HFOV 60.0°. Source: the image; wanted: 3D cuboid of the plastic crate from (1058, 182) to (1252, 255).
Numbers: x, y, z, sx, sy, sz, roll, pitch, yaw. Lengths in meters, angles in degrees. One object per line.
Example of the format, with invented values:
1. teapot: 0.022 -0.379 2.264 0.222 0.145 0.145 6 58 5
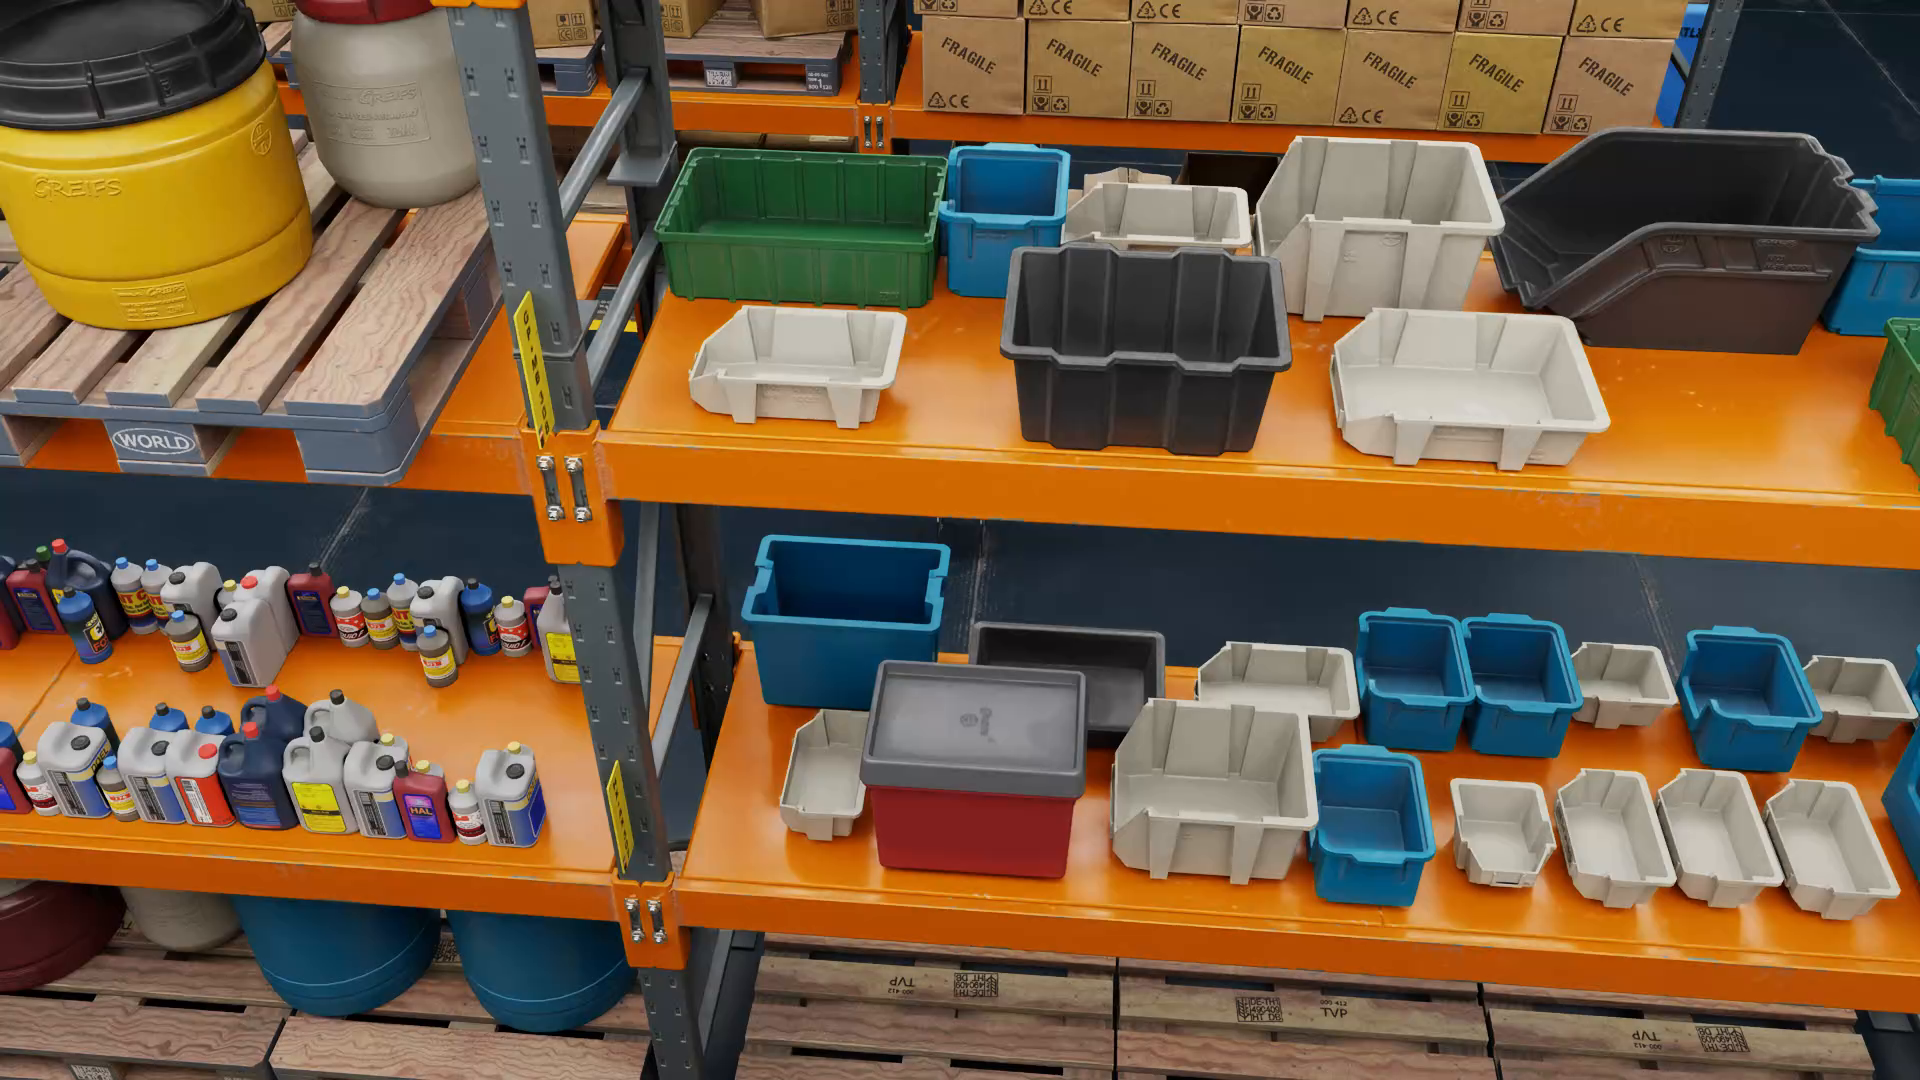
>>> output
1. plastic crate: 0.477 -0.755 4.135 0.466 0.136 0.293 3 39 4

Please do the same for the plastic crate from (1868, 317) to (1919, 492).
1. plastic crate: 2.155 -0.262 3.487 0.336 0.188 0.450 3 39 4

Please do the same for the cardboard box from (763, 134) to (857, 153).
1. cardboard box: -0.853 -2.020 9.487 0.500 0.500 0.500 1 39 2

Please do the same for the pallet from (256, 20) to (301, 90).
1. pallet: -3.696 -2.790 8.953 1.003 0.211 1.213 3 39 4

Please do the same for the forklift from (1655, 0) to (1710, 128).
1. forklift: 3.252 -3.937 10.265 3.031 2.935 1.130 5 39 7

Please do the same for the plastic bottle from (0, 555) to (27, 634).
1. plastic bottle: -3.075 0.128 5.256 0.185 0.351 0.144 3 39 4

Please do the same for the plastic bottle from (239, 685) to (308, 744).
1. plastic bottle: -1.939 0.550 4.737 0.185 0.351 0.144 3 39 4

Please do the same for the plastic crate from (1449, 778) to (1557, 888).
1. plastic crate: 1.470 0.813 4.536 0.250 0.136 0.298 3 39 4

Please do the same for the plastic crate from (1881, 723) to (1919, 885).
1. plastic crate: 2.812 0.756 4.370 0.499 0.435 0.616 3 39 4

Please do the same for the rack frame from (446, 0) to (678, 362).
1. rack frame: -0.823 -1.851 2.895 0.127 3.000 1.000 3 39 4

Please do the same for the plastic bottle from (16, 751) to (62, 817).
1. plastic bottle: -2.593 0.678 4.698 0.097 0.201 0.097 0 39 0

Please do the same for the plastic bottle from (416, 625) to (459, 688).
1. plastic bottle: -1.608 0.348 5.104 0.097 0.201 0.097 0 39 0

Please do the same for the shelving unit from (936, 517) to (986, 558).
1. shelving unit: 0.008 -0.349 7.465 0.210 0.900 0.258 3 39 4

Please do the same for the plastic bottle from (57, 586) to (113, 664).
1. plastic bottle: -2.725 0.254 5.163 0.097 0.271 0.097 0 39 0

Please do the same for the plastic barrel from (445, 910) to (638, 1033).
1. plastic barrel: -1.364 1.086 5.369 0.708 0.901 0.600 3 39 4

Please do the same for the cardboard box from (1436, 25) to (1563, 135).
1. cardboard box: 2.606 -2.339 8.169 0.500 0.500 0.500 3 39 4

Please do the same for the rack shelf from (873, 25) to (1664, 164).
1. rack shelf: 1.600 -2.251 8.710 4.000 0.370 1.077 3 39 4

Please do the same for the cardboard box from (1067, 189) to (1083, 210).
1. cardboard box: 0.579 -1.869 9.580 0.250 0.149 0.380 3 39 4

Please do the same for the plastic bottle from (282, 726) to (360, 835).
1. plastic bottle: -1.767 0.651 4.614 0.185 0.351 0.144 3 39 4

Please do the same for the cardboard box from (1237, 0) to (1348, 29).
1. cardboard box: 1.594 -2.780 7.917 0.500 0.500 0.500 4 39 5

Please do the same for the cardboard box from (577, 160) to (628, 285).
1. cardboard box: -1.900 -1.747 9.152 0.500 0.500 0.500 4 39 4

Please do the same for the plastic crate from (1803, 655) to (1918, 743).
1. plastic crate: 2.632 0.483 4.942 0.298 0.136 0.250 3 39 4

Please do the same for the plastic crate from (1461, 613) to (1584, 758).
1. plastic crate: 1.633 0.443 4.915 0.300 0.233 0.416 3 39 4

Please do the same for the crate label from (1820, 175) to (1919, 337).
1. crate label: 2.271 -0.665 3.933 0.502 0.251 0.408 3 39 4

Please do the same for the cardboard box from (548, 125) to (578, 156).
1. cardboard box: -2.349 -2.392 9.351 0.500 0.250 0.500 2 39 3

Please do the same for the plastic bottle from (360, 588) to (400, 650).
1. plastic bottle: -1.826 0.239 5.237 0.097 0.201 0.097 0 39 0

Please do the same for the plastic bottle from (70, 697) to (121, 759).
1. plastic bottle: -2.483 0.561 4.787 0.097 0.271 0.097 0 39 0

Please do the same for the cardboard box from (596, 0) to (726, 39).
1. cardboard box: -1.535 -3.005 8.654 0.500 0.500 0.700 9 40 11

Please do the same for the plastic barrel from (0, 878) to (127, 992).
1. plastic barrel: -3.194 1.108 5.590 0.708 0.588 0.600 3 39 4

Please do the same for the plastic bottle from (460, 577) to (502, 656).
1. plastic bottle: -1.498 0.230 5.193 0.097 0.271 0.097 0 39 0

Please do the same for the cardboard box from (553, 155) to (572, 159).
1. cardboard box: -2.386 -2.102 9.588 0.500 0.500 0.500 2 39 2

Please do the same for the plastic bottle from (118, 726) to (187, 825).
1. plastic bottle: -2.244 0.651 4.672 0.135 0.276 0.152 3 39 4

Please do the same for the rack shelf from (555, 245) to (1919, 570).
1. rack shelf: 1.169 -0.300 3.936 4.000 0.370 1.077 3 39 4

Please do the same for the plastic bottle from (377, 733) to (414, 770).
1. plastic bottle: -1.615 0.635 4.751 0.097 0.201 0.097 0 39 0

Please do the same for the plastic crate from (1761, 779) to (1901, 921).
1. plastic crate: 2.334 0.842 4.501 0.243 0.136 0.396 3 39 4

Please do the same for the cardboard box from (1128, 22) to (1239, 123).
1. cardboard box: 1.101 -2.424 8.273 0.500 0.500 0.500 3 39 4

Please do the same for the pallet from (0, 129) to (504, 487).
1. pallet: -1.613 -0.596 3.879 1.003 0.211 1.213 3 39 4

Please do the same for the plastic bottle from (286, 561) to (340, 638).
1. plastic bottle: -2.037 0.184 5.240 0.133 0.283 0.061 3 39 4

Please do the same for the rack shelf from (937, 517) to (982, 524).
1. rack shelf: 0.008 -0.183 7.600 0.200 0.077 0.258 3 39 4

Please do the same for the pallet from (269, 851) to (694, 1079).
1. pallet: -1.588 1.489 5.753 1.213 0.211 1.003 3 39 4

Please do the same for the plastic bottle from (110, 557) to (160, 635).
1. plastic bottle: -2.615 0.169 5.268 0.097 0.271 0.097 0 39 0

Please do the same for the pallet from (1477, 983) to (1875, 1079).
1. pallet: 2.344 1.706 5.487 1.213 0.211 1.003 3 39 4

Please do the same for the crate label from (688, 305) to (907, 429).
1. crate label: -0.361 -0.377 3.670 0.466 0.136 0.293 3 39 4

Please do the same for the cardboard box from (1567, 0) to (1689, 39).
1. cardboard box: 3.126 -2.699 7.819 0.500 0.500 0.500 3 39 3

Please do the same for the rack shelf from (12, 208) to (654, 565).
1. rack shelf: -2.816 -0.517 4.203 4.000 0.370 1.077 3 39 4

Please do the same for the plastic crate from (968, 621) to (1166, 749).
1. plastic crate: 0.315 0.451 4.990 0.590 0.125 0.437 3 39 4

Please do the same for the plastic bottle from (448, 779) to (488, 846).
1. plastic bottle: -1.362 0.746 4.615 0.097 0.201 0.097 0 39 0

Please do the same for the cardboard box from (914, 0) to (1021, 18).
1. cardboard box: 0.053 -2.863 8.020 0.500 0.500 0.500 4 39 5

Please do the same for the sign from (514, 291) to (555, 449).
1. sign: -0.873 -0.345 3.415 0.005 0.325 0.100 3 39 4

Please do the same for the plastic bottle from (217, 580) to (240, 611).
1. plastic bottle: -2.287 0.214 5.268 0.097 0.201 0.097 0 39 0
